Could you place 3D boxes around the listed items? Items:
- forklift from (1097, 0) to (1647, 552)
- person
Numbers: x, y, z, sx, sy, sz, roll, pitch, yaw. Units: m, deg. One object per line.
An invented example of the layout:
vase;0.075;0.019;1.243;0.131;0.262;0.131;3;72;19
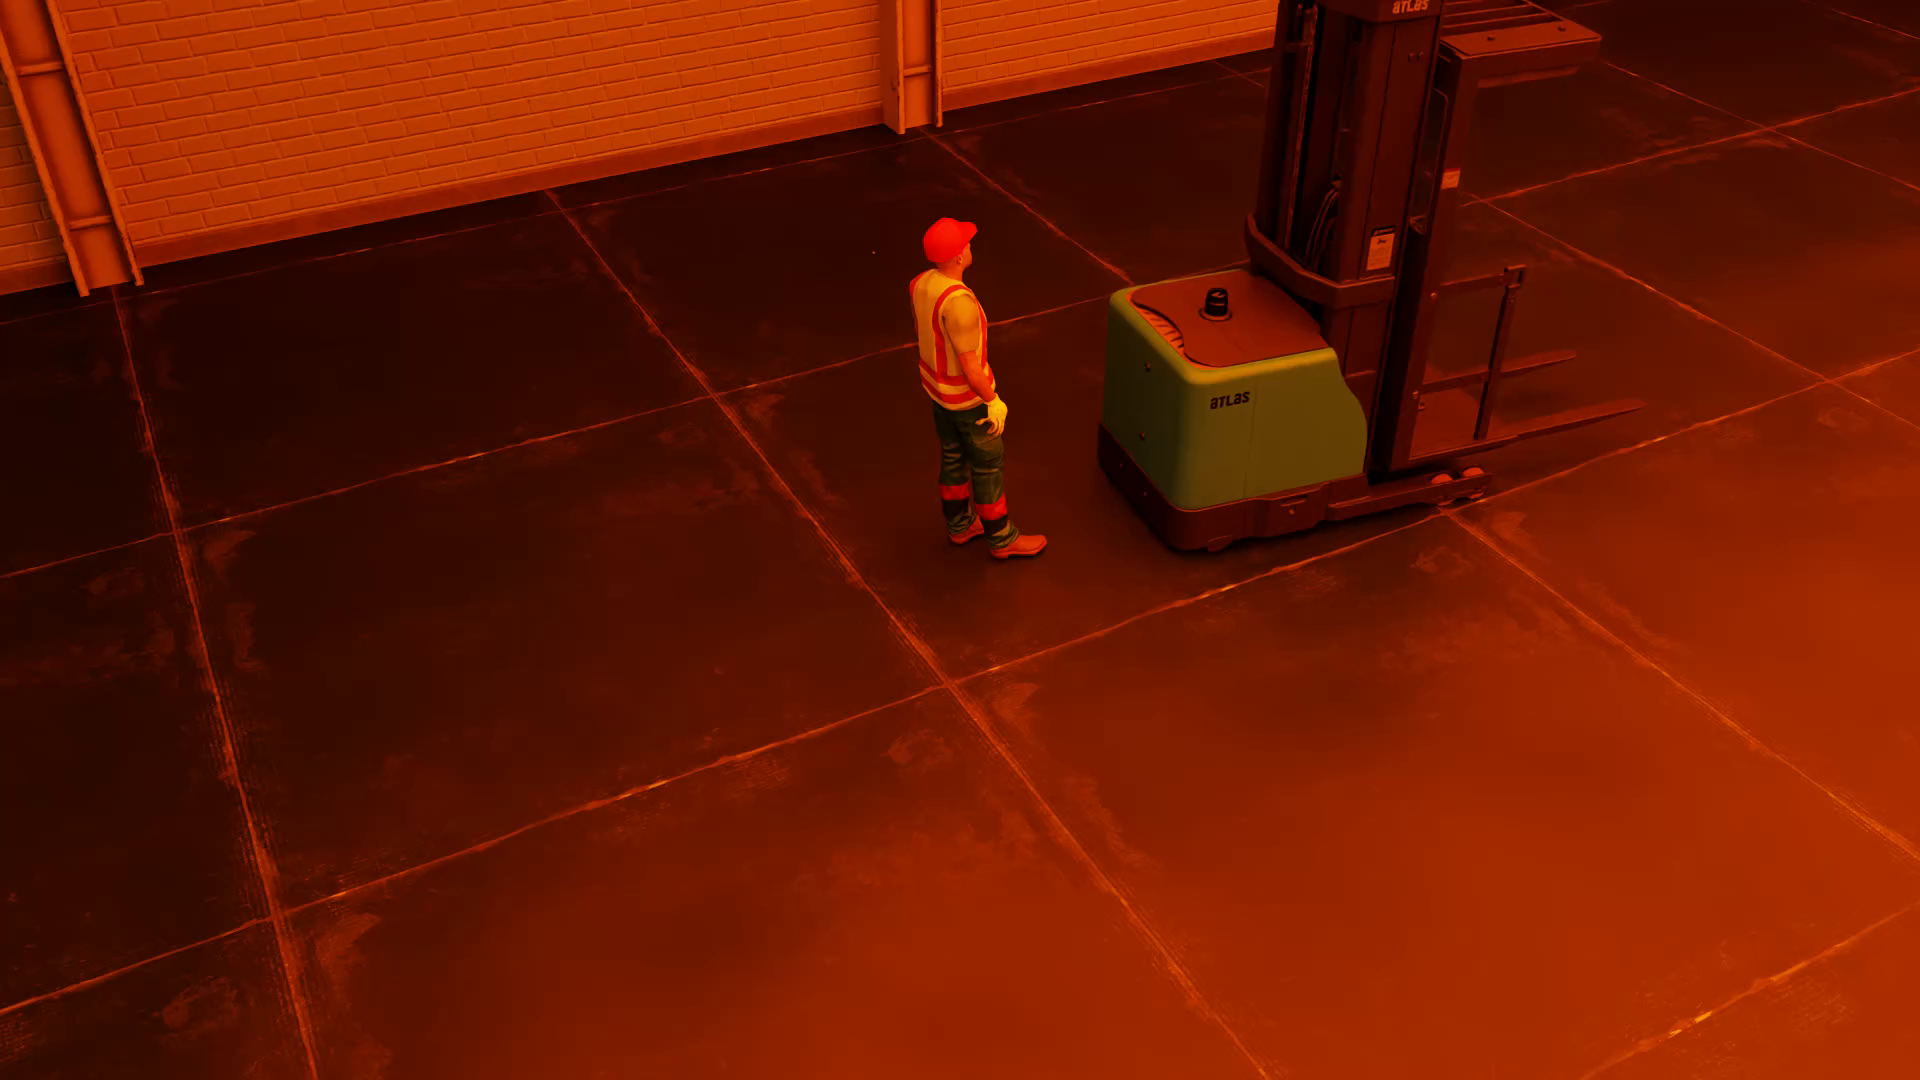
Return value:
forklift;2.331;-1.655;8.465;3.031;2.935;1.130;-12;37;-16
person;0.077;-0.752;8.164;0.562;1.790;0.637;-17;39;-23
